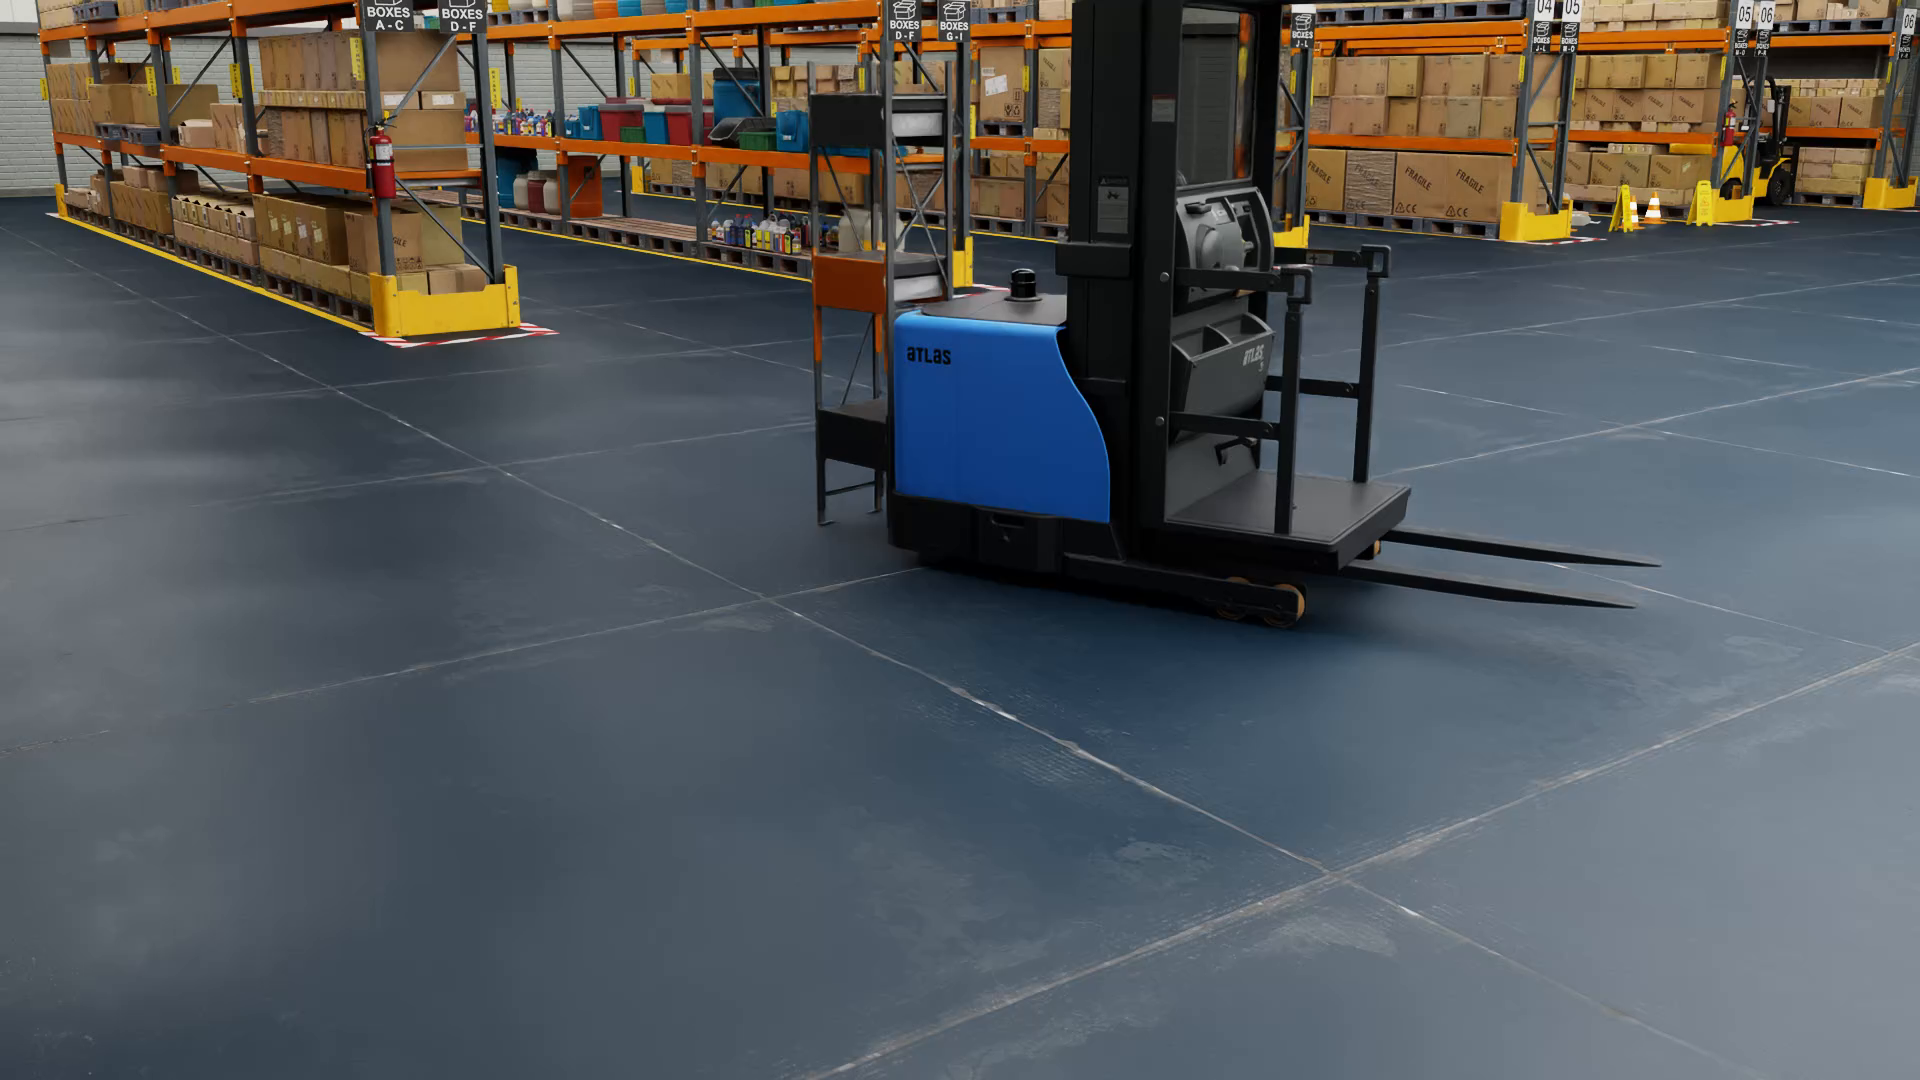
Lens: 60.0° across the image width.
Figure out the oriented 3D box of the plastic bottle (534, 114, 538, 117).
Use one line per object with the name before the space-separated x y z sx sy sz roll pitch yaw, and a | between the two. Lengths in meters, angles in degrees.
plastic bottle | -6.386 -6.287 25.099 0.152 0.276 0.135 -11 19 -35

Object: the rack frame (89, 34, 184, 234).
rack frame | -11.400 -5.798 23.079 1.000 3.000 0.127 -11 19 -35

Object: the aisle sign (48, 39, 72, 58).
aisle sign | -14.029 -7.875 25.743 0.394 0.787 0.004 -11 19 -35

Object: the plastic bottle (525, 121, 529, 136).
plastic bottle | -6.097 -5.817 23.524 0.097 0.201 0.097 0 15 0

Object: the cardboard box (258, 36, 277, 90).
cardboard box | -6.430 -4.670 16.310 0.700 0.500 0.500 -11 19 -34

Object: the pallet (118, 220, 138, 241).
pallet | -10.891 -4.285 22.834 1.003 0.211 1.213 -11 19 -35

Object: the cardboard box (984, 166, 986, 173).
cardboard box | 0.511 -7.222 32.320 0.380 0.149 0.250 -11 19 -34

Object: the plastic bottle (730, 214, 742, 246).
plastic bottle | -2.548 -3.556 19.070 0.144 0.351 0.185 -10 18 -33

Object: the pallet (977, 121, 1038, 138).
pallet | 0.987 -5.720 23.157 1.003 0.211 1.213 -11 19 -35

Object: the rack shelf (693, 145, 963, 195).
rack shelf | -1.511 -4.084 18.178 1.077 0.370 4.000 -11 19 -35

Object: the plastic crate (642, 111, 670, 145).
plastic crate | -3.587 -5.038 20.330 0.392 0.384 0.575 -11 19 -35

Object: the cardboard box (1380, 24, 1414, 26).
cardboard box | 7.903 -9.194 29.610 0.797 0.503 0.637 -11 19 -35

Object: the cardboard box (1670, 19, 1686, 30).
cardboard box | 10.949 -7.779 25.111 0.380 0.149 0.250 -10 18 -33

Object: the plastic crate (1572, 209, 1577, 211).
plastic crate | 9.595 -5.294 26.768 0.583 0.080 0.402 10 18 33

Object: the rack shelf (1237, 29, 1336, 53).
rack shelf | 4.215 -7.902 26.446 1.077 0.370 4.000 -11 19 -35

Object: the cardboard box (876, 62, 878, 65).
cardboard box | -1.616 -9.474 33.863 0.500 0.500 0.500 -11 19 -35

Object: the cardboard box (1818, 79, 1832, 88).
cardboard box | 14.887 -7.795 28.391 0.380 0.149 0.250 -11 19 -34

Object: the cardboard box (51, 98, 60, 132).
cardboard box | -13.704 -6.565 25.691 0.500 0.500 0.500 -10 18 -33

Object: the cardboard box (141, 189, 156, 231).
cardboard box | -10.092 -4.224 21.230 0.500 0.500 0.500 -12 19 -37

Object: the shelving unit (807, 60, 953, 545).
shelving unit | -0.350 -1.072 7.514 0.503 2.100 0.431 14 21 42

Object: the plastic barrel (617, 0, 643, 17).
plastic barrel | -3.931 -6.901 20.476 0.600 0.901 0.708 -11 19 -35

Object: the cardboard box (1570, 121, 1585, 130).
cardboard box | 10.006 -6.652 26.675 0.380 0.149 0.250 -11 19 -34

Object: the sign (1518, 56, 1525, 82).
sign | 7.295 -6.112 21.585 0.100 0.325 0.005 -11 19 -35

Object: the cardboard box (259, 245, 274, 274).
cardboard box | -6.669 -2.820 16.611 0.500 0.250 0.500 -11 19 -35

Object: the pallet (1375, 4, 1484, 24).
pallet | 6.576 -7.342 23.207 1.003 0.211 1.213 -11 19 -35

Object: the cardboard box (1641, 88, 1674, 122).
cardboard box | 10.854 -6.683 25.560 0.500 0.500 0.500 -11 19 -34

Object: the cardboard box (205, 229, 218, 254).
cardboard box | -8.070 -3.336 18.496 0.500 0.250 0.500 -10 18 -33

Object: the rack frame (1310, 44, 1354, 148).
rack frame | 6.983 -8.019 31.193 1.000 3.000 0.127 -11 19 -35

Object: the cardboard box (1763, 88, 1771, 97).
cardboard box | 14.216 -7.855 29.176 0.380 0.149 0.250 -11 19 -36

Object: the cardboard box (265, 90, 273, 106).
cardboard box | -6.547 -4.310 16.223 0.380 0.149 0.250 -11 19 -34

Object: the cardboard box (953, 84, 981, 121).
cardboard box | 0.225 -6.235 23.683 0.797 0.503 0.637 -9 18 -29

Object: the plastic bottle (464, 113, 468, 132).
plastic bottle | -7.520 -6.365 25.372 0.061 0.283 0.133 -11 19 -35

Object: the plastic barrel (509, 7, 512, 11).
plastic barrel | -6.264 -8.117 24.123 0.600 0.901 0.708 -11 19 -35

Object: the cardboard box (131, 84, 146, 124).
cardboard box | -10.311 -5.681 21.667 0.500 0.500 0.700 12 19 38

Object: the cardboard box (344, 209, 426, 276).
cardboard box | -4.900 -2.542 14.175 0.500 0.500 0.500 -11 19 -35

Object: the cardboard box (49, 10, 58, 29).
cardboard box | -13.076 -7.662 24.492 0.500 0.250 0.500 -11 19 -35

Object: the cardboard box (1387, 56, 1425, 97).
cardboard box | 6.521 -6.536 23.445 0.875 0.550 0.500 -11 19 -35

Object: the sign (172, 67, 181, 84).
sign | -10.953 -6.444 23.244 0.100 0.325 0.005 -11 19 -35

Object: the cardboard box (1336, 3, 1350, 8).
cardboard box | 5.629 -7.712 23.882 0.380 0.149 0.250 -11 19 -35

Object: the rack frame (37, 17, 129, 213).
rack frame | -13.752 -6.652 26.200 1.000 3.000 0.127 -11 19 -35

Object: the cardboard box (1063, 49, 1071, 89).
cardboard box | 1.673 -6.059 21.383 0.500 0.500 0.500 -11 19 -35

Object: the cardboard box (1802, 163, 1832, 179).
cardboard box | 14.875 -6.364 28.611 0.500 0.250 0.500 -11 19 -35

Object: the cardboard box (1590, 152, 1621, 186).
cardboard box | 10.404 -5.899 26.440 0.500 0.500 0.500 -11 19 -36

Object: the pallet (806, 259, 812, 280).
pallet | -0.891 -2.842 17.560 1.003 0.211 1.213 -11 19 -35

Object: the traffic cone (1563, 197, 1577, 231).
traffic cone | 8.579 -4.631 23.620 0.336 0.463 0.334 -11 19 -35

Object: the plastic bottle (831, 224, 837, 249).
plastic bottle | -1.410 -3.430 18.762 0.097 0.271 0.097 0 15 0

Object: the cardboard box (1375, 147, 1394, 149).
cardboard box | 9.358 -8.284 36.100 0.500 0.500 0.500 -12 19 -36

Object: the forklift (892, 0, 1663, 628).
forklift | 1.240 -1.239 6.549 3.031 2.935 1.130 9 18 29

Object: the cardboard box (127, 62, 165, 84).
cardboard box | -11.449 -6.473 23.461 0.500 0.500 0.500 -10 18 -33

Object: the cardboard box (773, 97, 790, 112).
cardboard box | -2.726 -7.032 27.398 0.500 0.500 0.500 -11 19 -36

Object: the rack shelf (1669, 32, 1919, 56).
rack shelf | 14.524 -8.609 29.029 1.077 0.370 4.000 -11 19 -35

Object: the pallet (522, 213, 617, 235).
pallet | -5.536 -4.529 23.724 1.003 0.211 1.213 -11 19 -35

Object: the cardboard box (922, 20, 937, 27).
cardboard box | -0.351 -7.498 23.890 0.500 0.250 0.500 -10 18 -33

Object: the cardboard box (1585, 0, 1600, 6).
cardboard box | 10.066 -8.488 26.189 0.380 0.149 0.250 -11 19 -35
